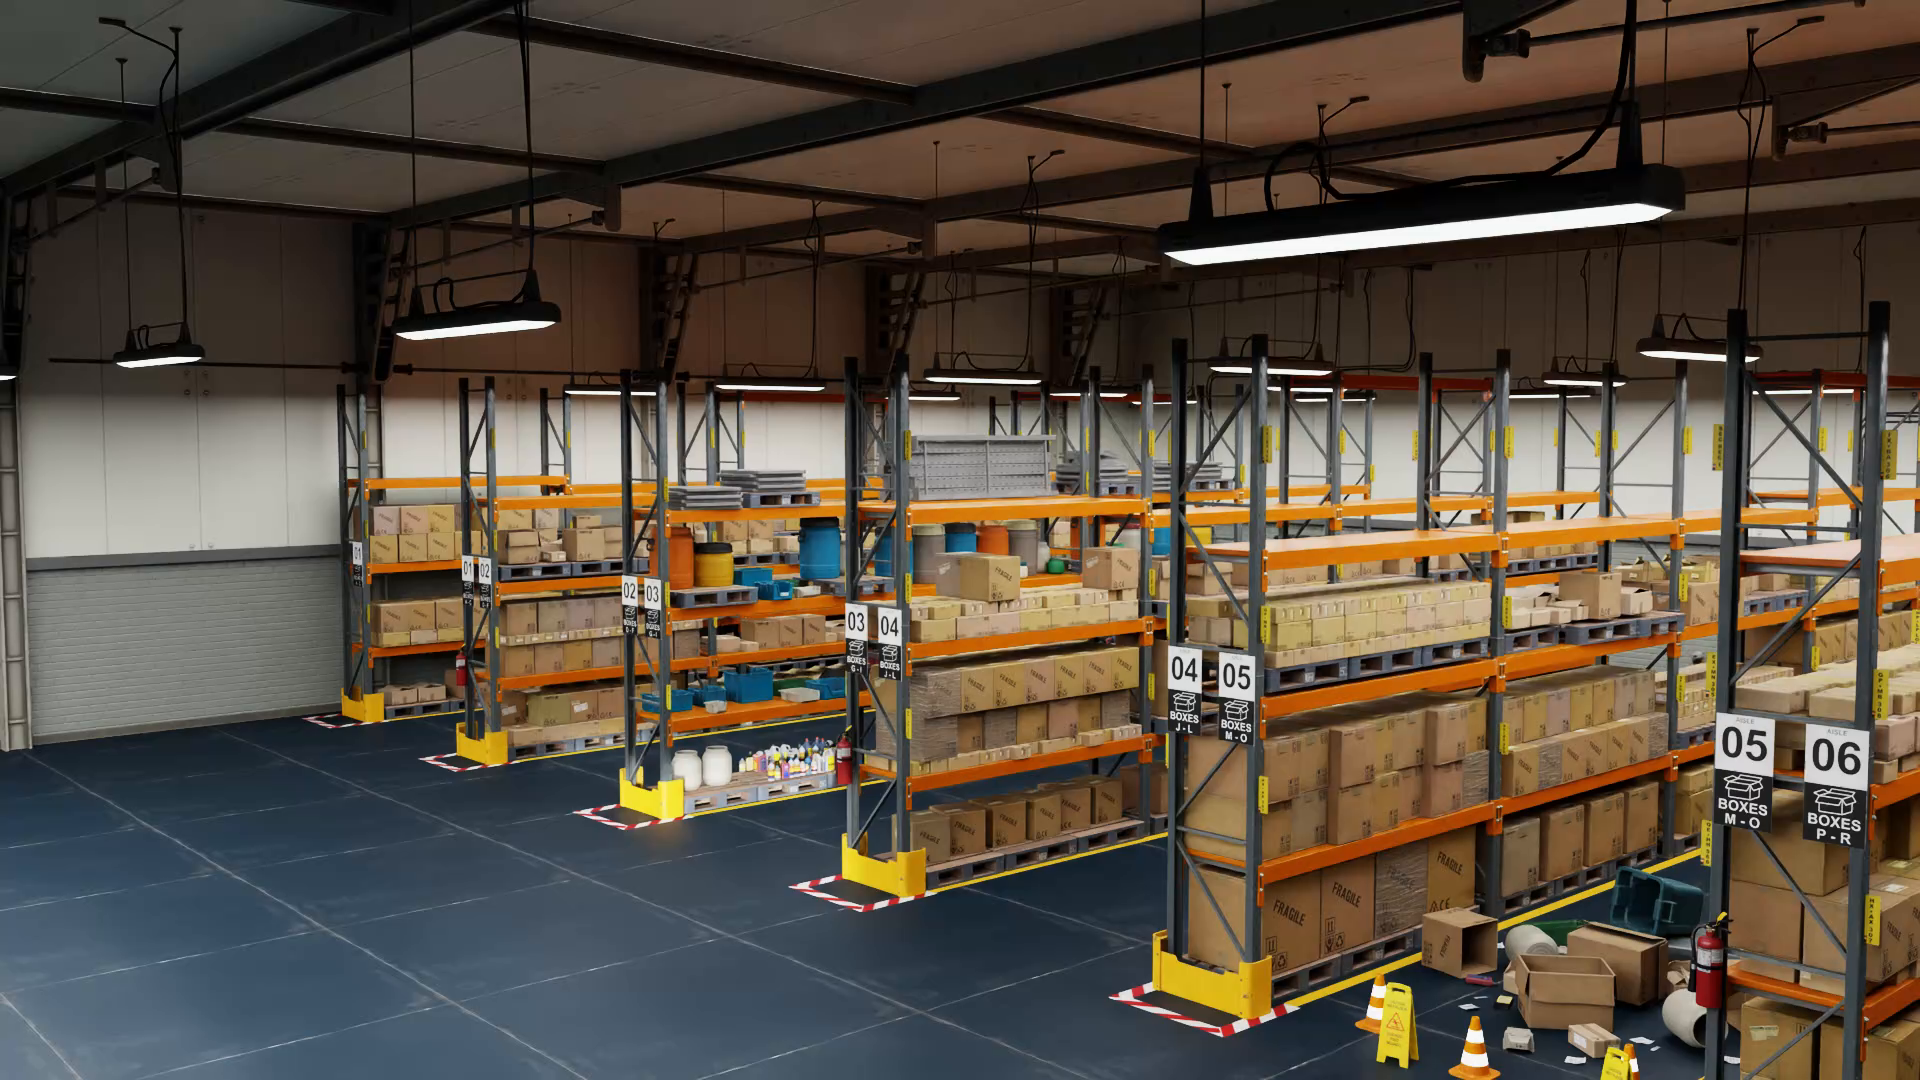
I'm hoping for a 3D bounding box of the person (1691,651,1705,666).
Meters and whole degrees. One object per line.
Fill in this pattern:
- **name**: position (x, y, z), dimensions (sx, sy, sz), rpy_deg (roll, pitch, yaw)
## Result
- **person**: position (11.808, 2.620, 26.517), dimensions (0.416, 1.706, 0.538), rpy_deg (-2, 4, -24)
